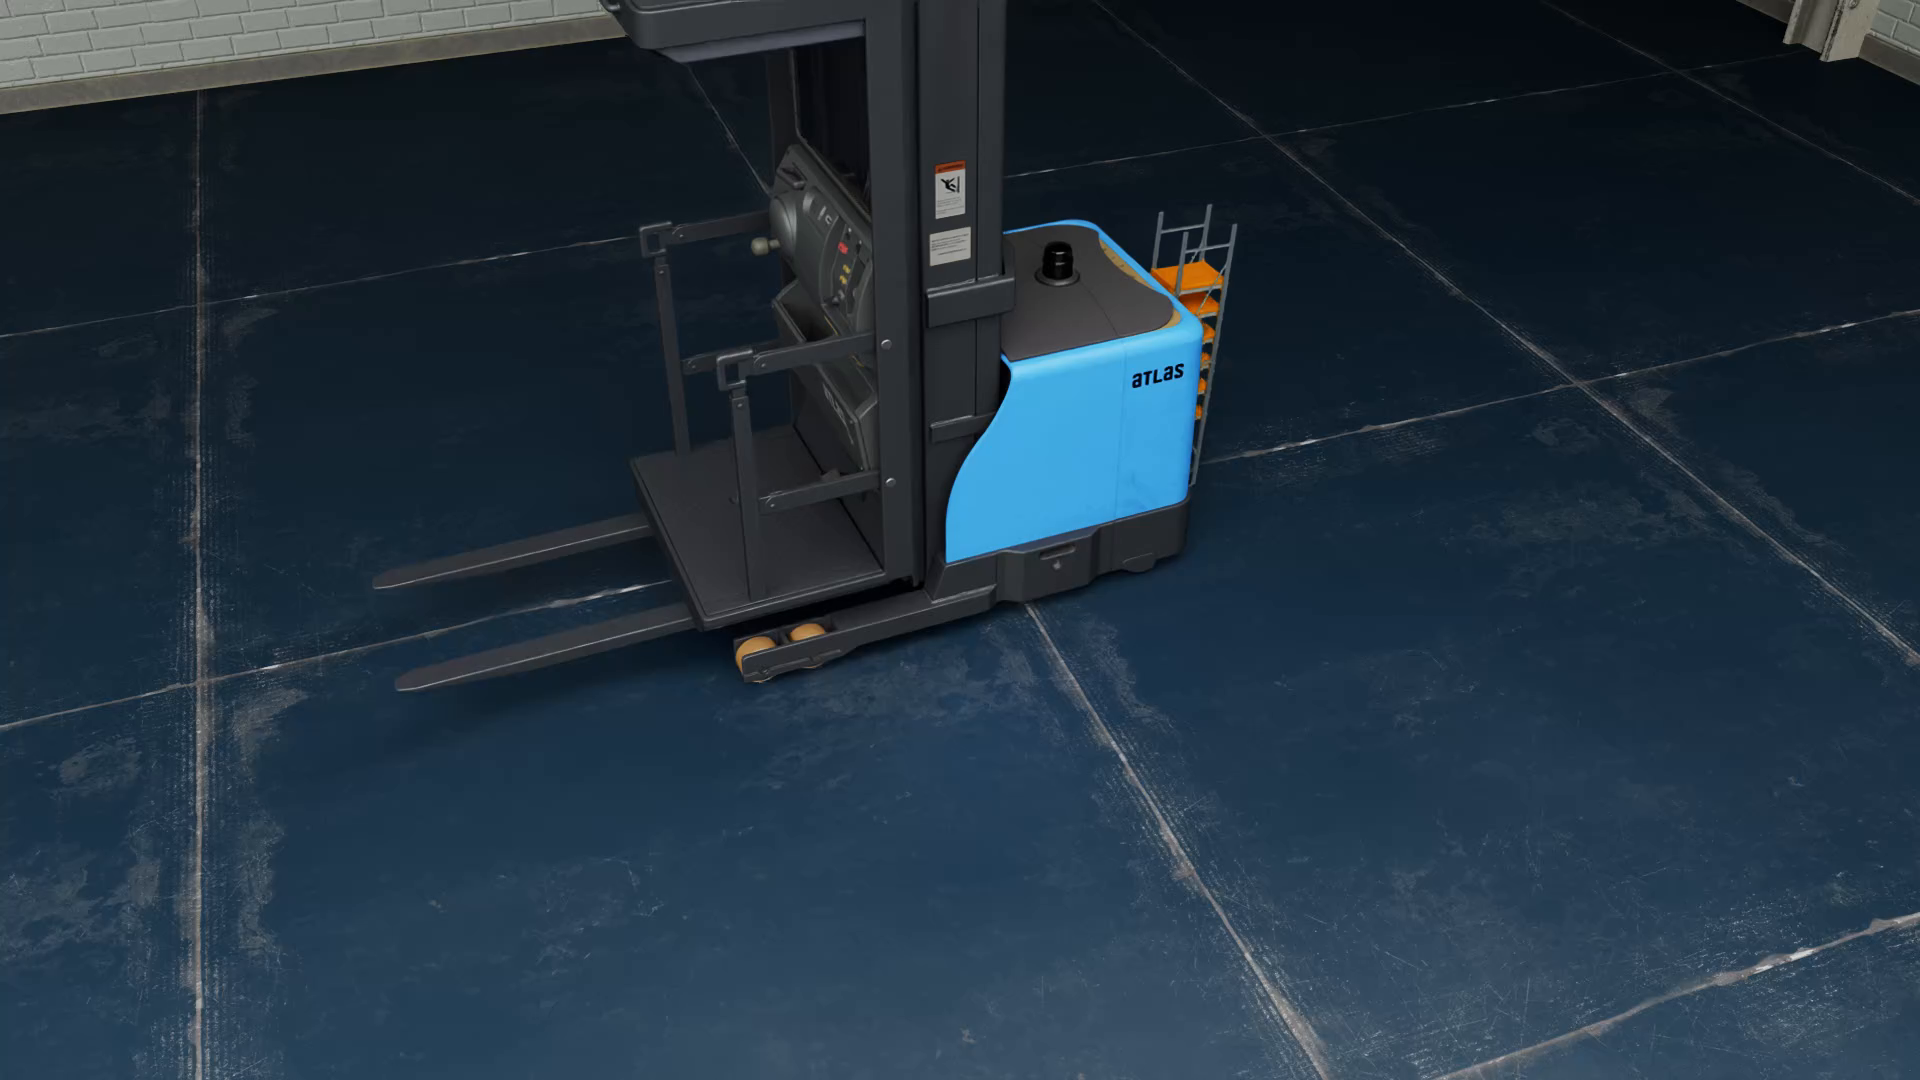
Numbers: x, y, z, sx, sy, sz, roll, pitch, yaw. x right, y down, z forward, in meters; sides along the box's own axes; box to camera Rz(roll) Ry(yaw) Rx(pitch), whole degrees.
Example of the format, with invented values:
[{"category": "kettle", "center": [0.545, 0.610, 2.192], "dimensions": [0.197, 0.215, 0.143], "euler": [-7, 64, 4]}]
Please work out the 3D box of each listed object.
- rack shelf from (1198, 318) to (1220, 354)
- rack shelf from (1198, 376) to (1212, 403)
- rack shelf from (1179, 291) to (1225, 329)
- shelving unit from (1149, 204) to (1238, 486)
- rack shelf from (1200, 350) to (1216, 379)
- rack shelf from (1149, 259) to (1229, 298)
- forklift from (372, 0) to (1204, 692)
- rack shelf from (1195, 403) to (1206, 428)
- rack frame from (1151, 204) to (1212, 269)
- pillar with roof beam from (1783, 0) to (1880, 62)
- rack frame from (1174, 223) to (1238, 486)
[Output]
[{"category": "rack shelf", "center": [0.886, -0.811, 6.691], "dimensions": [0.258, 0.103, 0.180], "euler": [-13, 39, -22]}, {"category": "rack shelf", "center": [0.873, -0.616, 6.831], "dimensions": [0.258, 0.103, 0.180], "euler": [-13, 39, -22]}, {"category": "rack shelf", "center": [0.893, -0.908, 6.621], "dimensions": [0.258, 0.103, 0.180], "euler": [-13, 39, -22]}, {"category": "shelving unit", "center": [0.882, -0.749, 6.735], "dimensions": [0.258, 1.200, 0.189], "euler": [-13, 39, -22]}, {"category": "rack shelf", "center": [0.880, -0.713, 6.761], "dimensions": [0.258, 0.103, 0.180], "euler": [-13, 39, -22]}, {"category": "rack shelf", "center": [0.899, -1.005, 6.552], "dimensions": [0.258, 0.103, 0.180], "euler": [-13, 39, -22]}, {"category": "forklift", "center": [-0.664, -1.014, 5.661], "dimensions": [3.031, 2.935, 1.130], "euler": [-14, 39, -18]}, {"category": "rack shelf", "center": [0.867, -0.518, 6.901], "dimensions": [0.258, 0.103, 0.180], "euler": [-13, 39, -22]}, {"category": "rack frame", "center": [0.843, -0.799, 6.801], "dimensions": [0.240, 1.200, 0.006], "euler": [-13, 39, -22]}, {"category": "pillar with roof beam", "center": [1.714, -5.985, 7.217], "dimensions": [9.100, 9.000, 0.400], "euler": [-12, 39, -16]}, {"category": "rack frame", "center": [0.921, -0.699, 6.669], "dimensions": [0.240, 1.200, 0.006], "euler": [-13, 39, -22]}]
